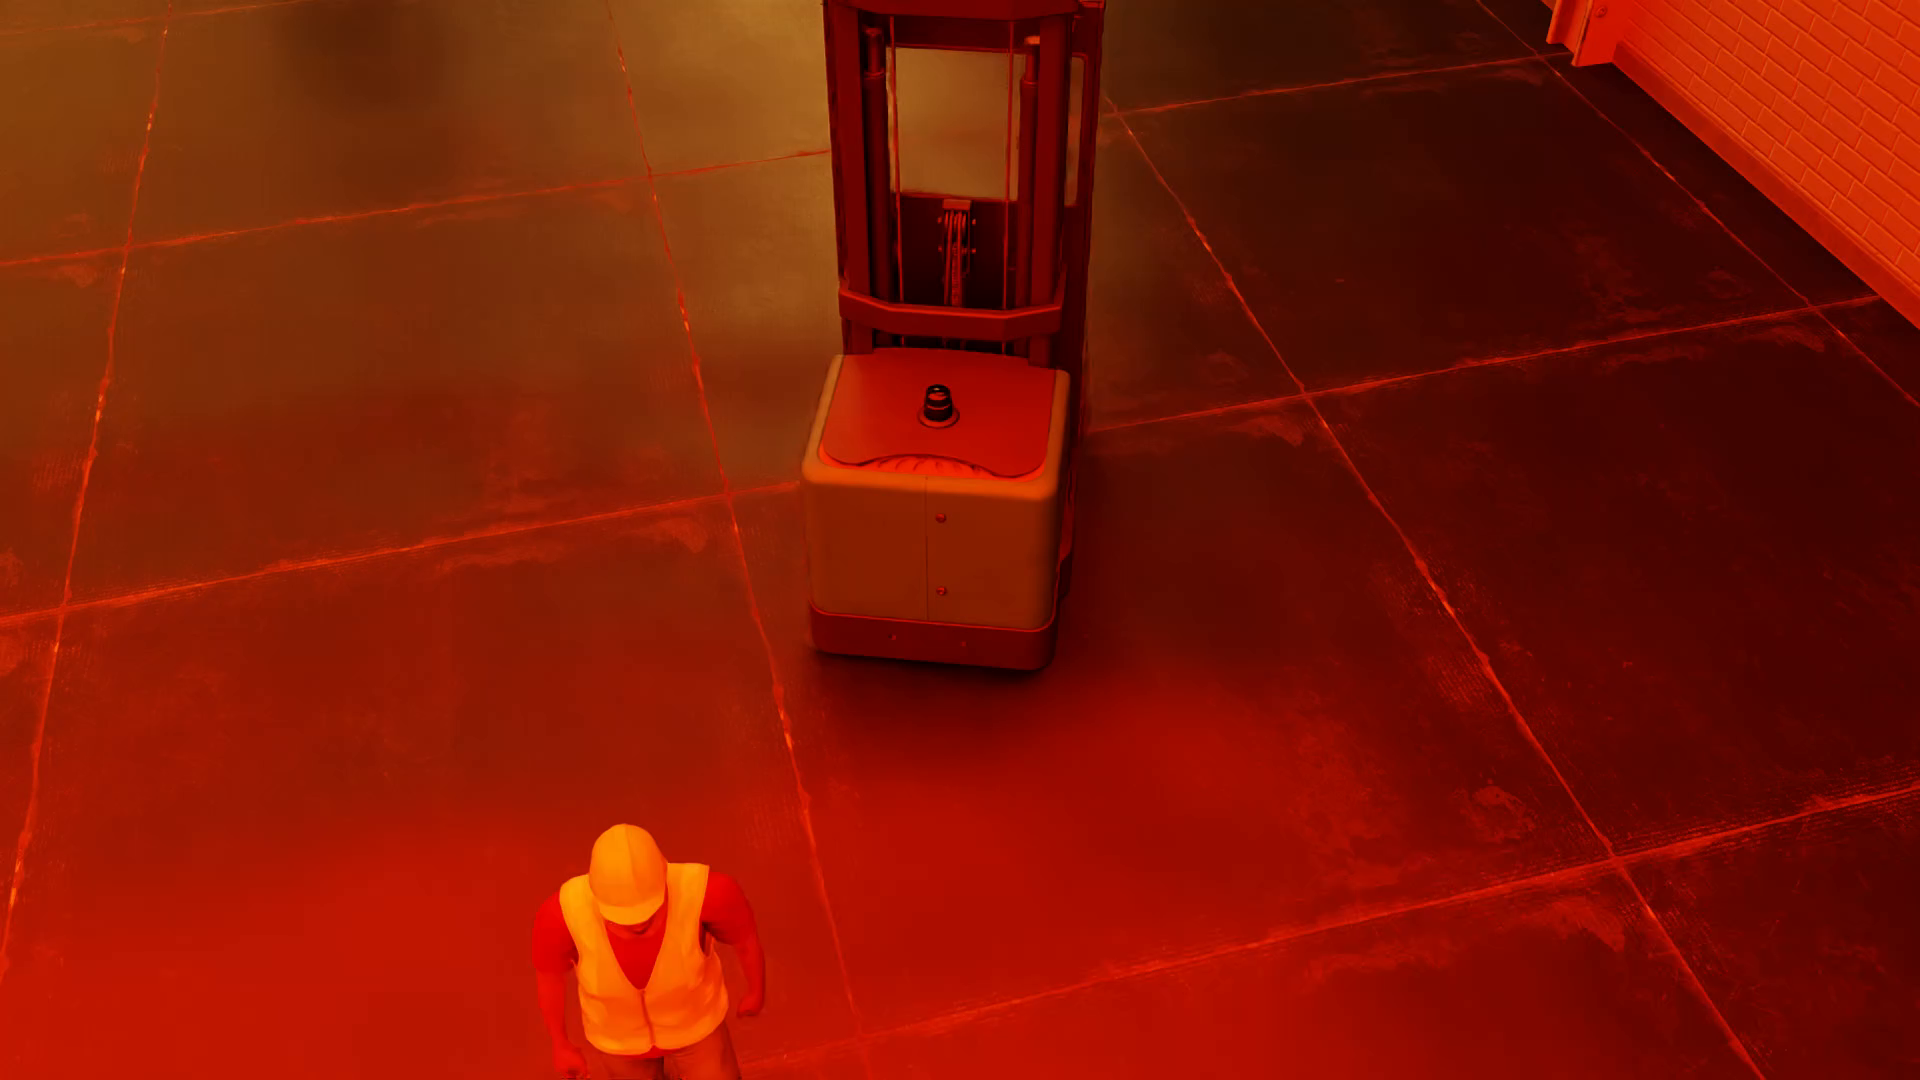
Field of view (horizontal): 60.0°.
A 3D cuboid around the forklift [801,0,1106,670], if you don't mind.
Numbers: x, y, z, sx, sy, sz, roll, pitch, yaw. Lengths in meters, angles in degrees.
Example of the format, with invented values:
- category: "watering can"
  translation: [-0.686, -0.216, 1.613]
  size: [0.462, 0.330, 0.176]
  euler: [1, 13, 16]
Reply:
- category: "forklift"
  translation: [0.042, -1.524, 7.258]
  size: [1.130, 2.935, 3.031]
  euler: [5, 44, 5]

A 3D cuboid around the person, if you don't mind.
- category: "person"
  translation: [-0.894, 1.493, 4.969]
  size: [0.663, 1.802, 0.552]
  euler: [-6, 44, -6]
